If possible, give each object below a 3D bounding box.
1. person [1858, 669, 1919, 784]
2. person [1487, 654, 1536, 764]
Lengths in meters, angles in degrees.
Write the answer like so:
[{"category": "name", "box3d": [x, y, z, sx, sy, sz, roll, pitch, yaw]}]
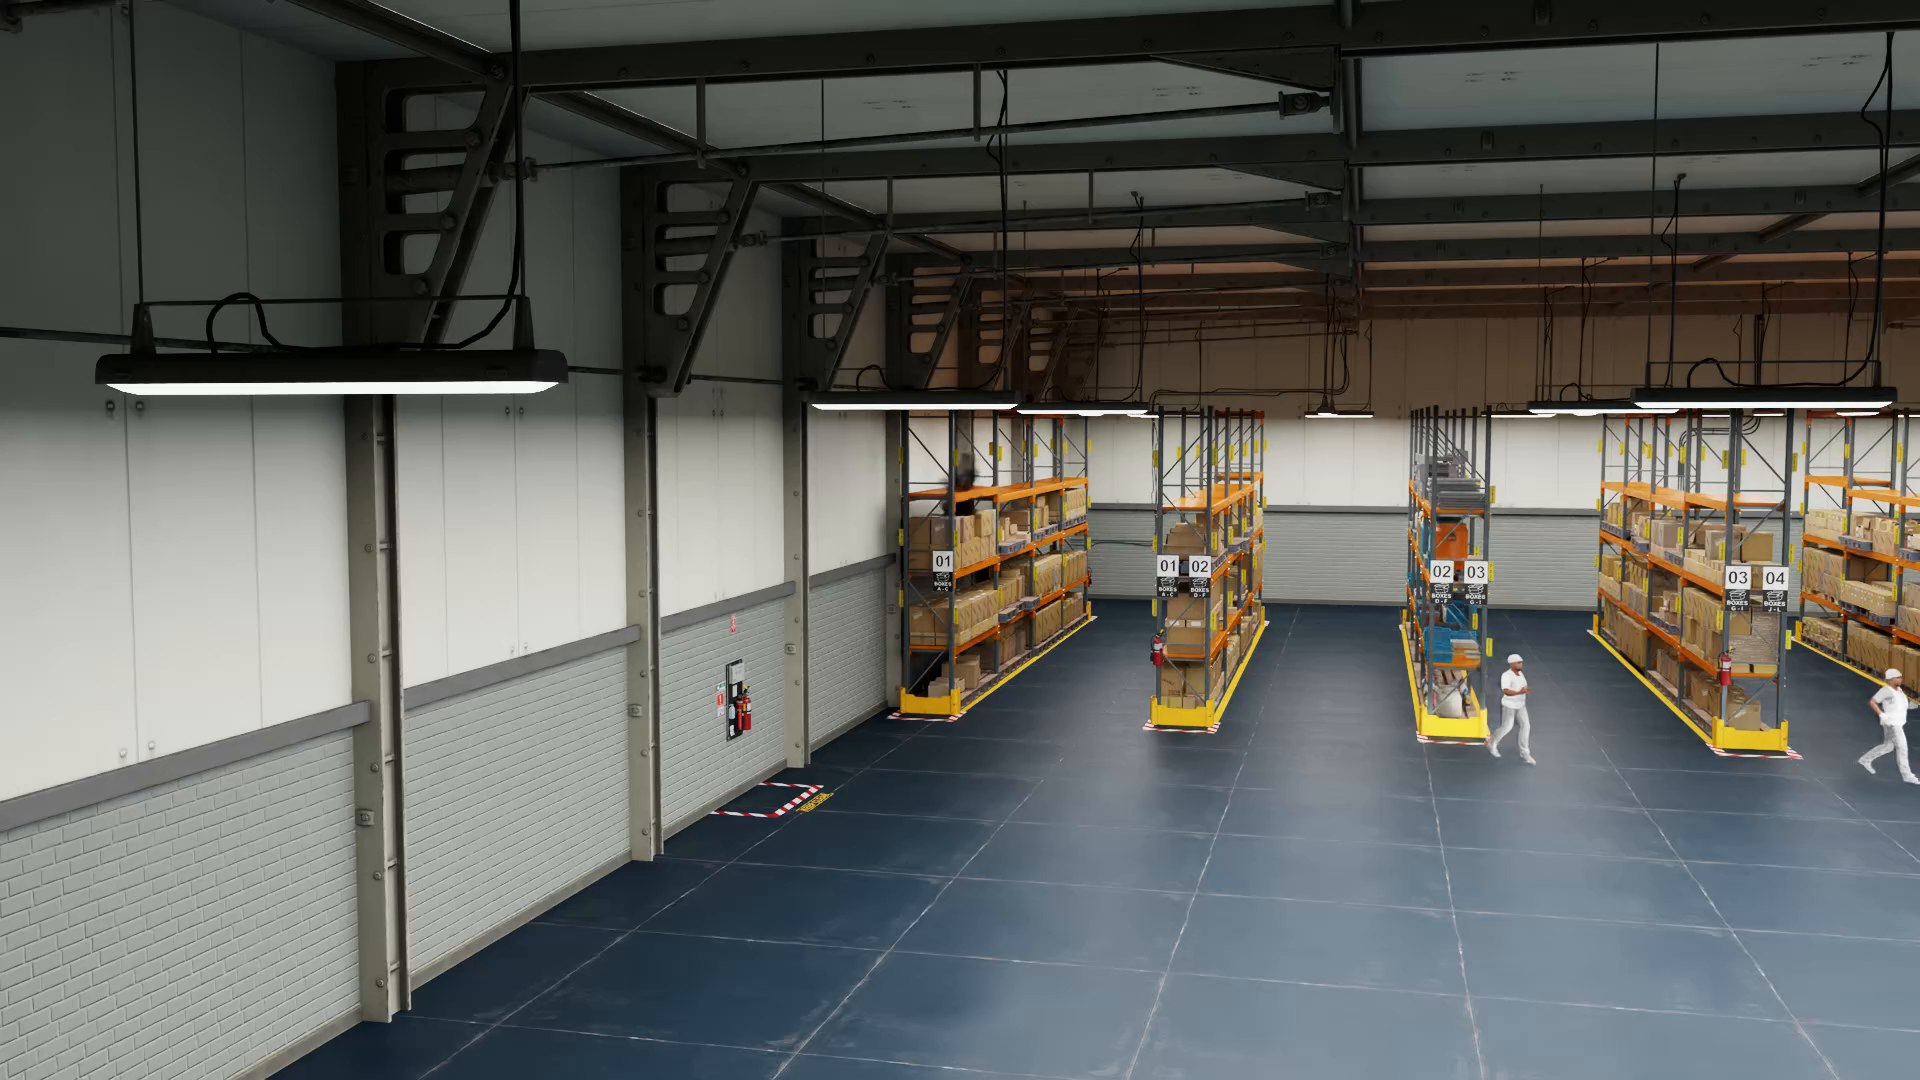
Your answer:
[{"category": "person", "box3d": [14.763, 2.915, 26.317, 1.002, 1.766, 0.685, 4, 6, 42]}, {"category": "person", "box3d": [9.277, 2.803, 27.972, 0.703, 1.788, 0.833, -3, 5, -39]}]
